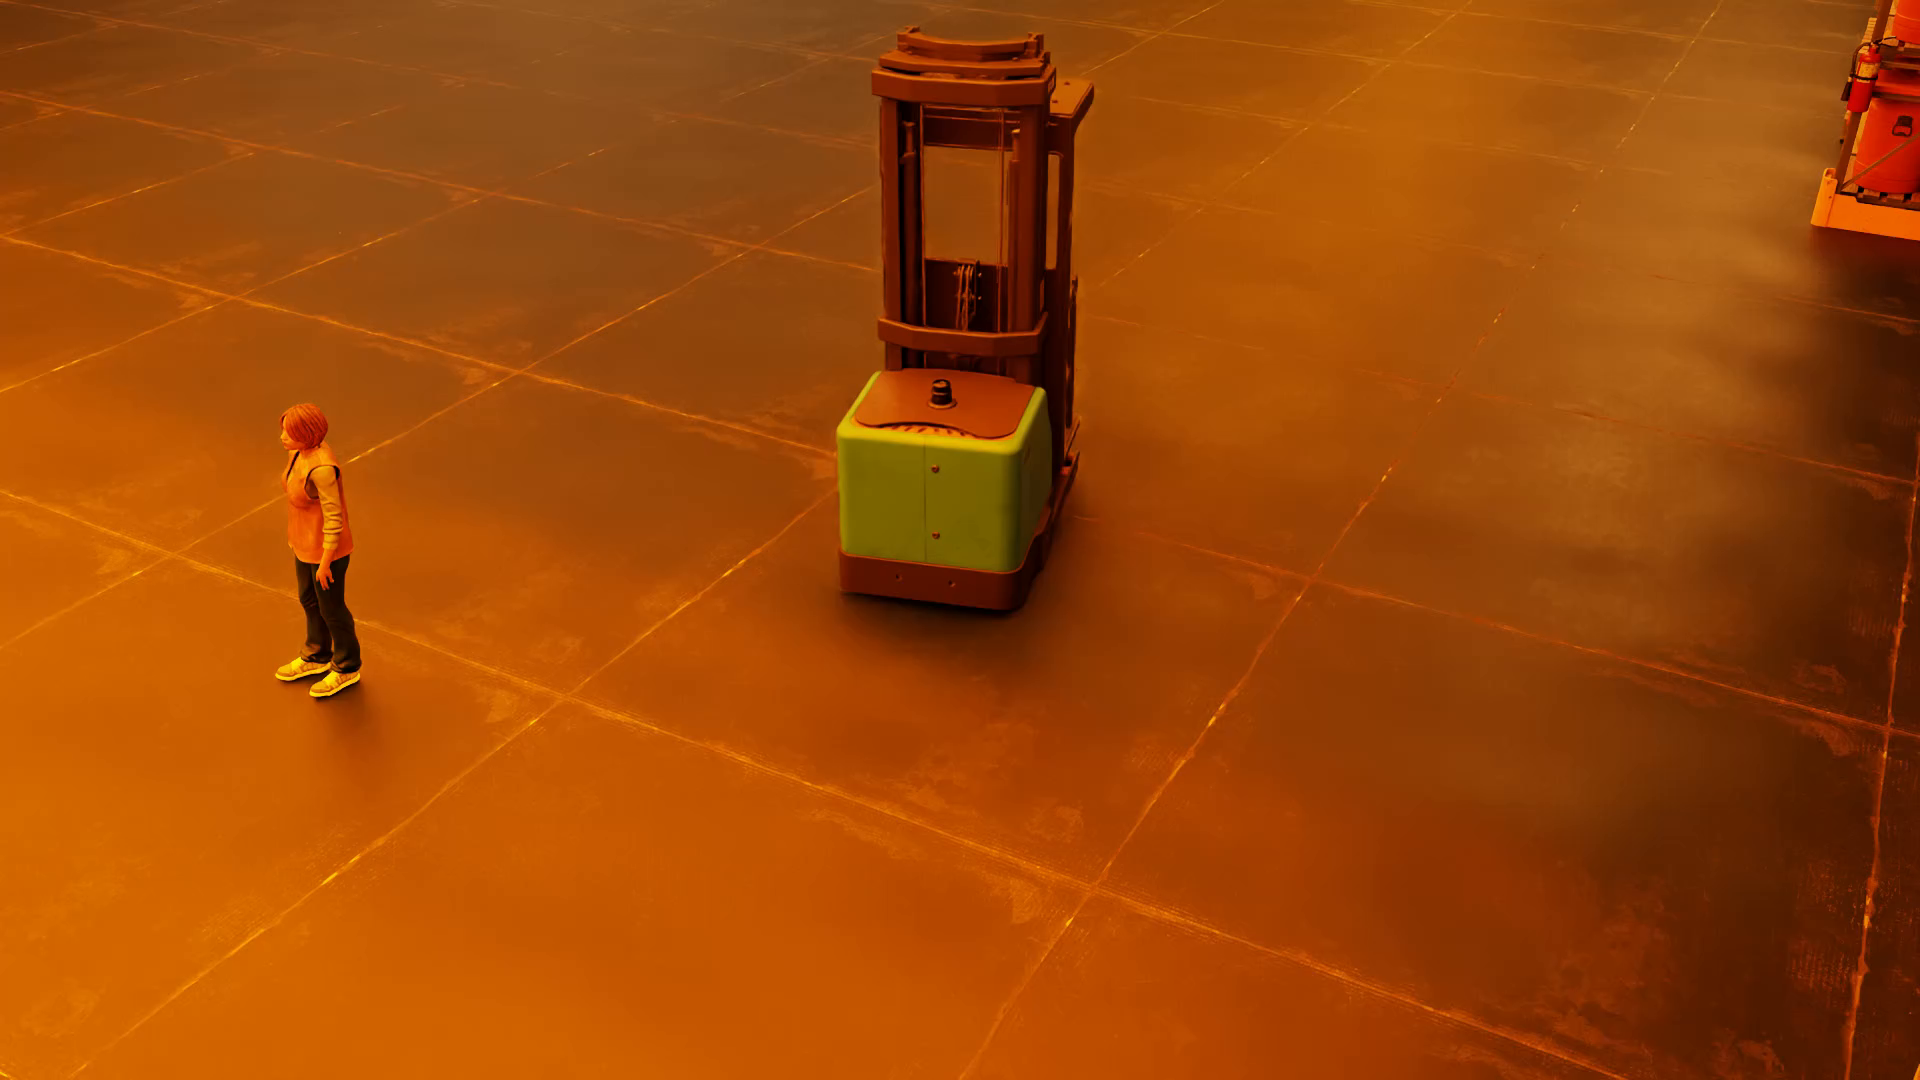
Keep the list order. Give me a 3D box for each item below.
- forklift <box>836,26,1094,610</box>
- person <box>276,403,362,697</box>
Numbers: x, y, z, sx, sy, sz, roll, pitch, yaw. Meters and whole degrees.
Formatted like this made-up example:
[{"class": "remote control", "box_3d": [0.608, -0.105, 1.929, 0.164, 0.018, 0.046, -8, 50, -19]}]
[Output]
[{"class": "forklift", "box_3d": [0.147, -1.603, 9.848, 1.130, 2.935, 3.031, 7, 31, 11]}, {"class": "person", "box_3d": [-3.261, 0.065, 8.277, 0.473, 1.599, 0.519, -19, 35, -30]}]
